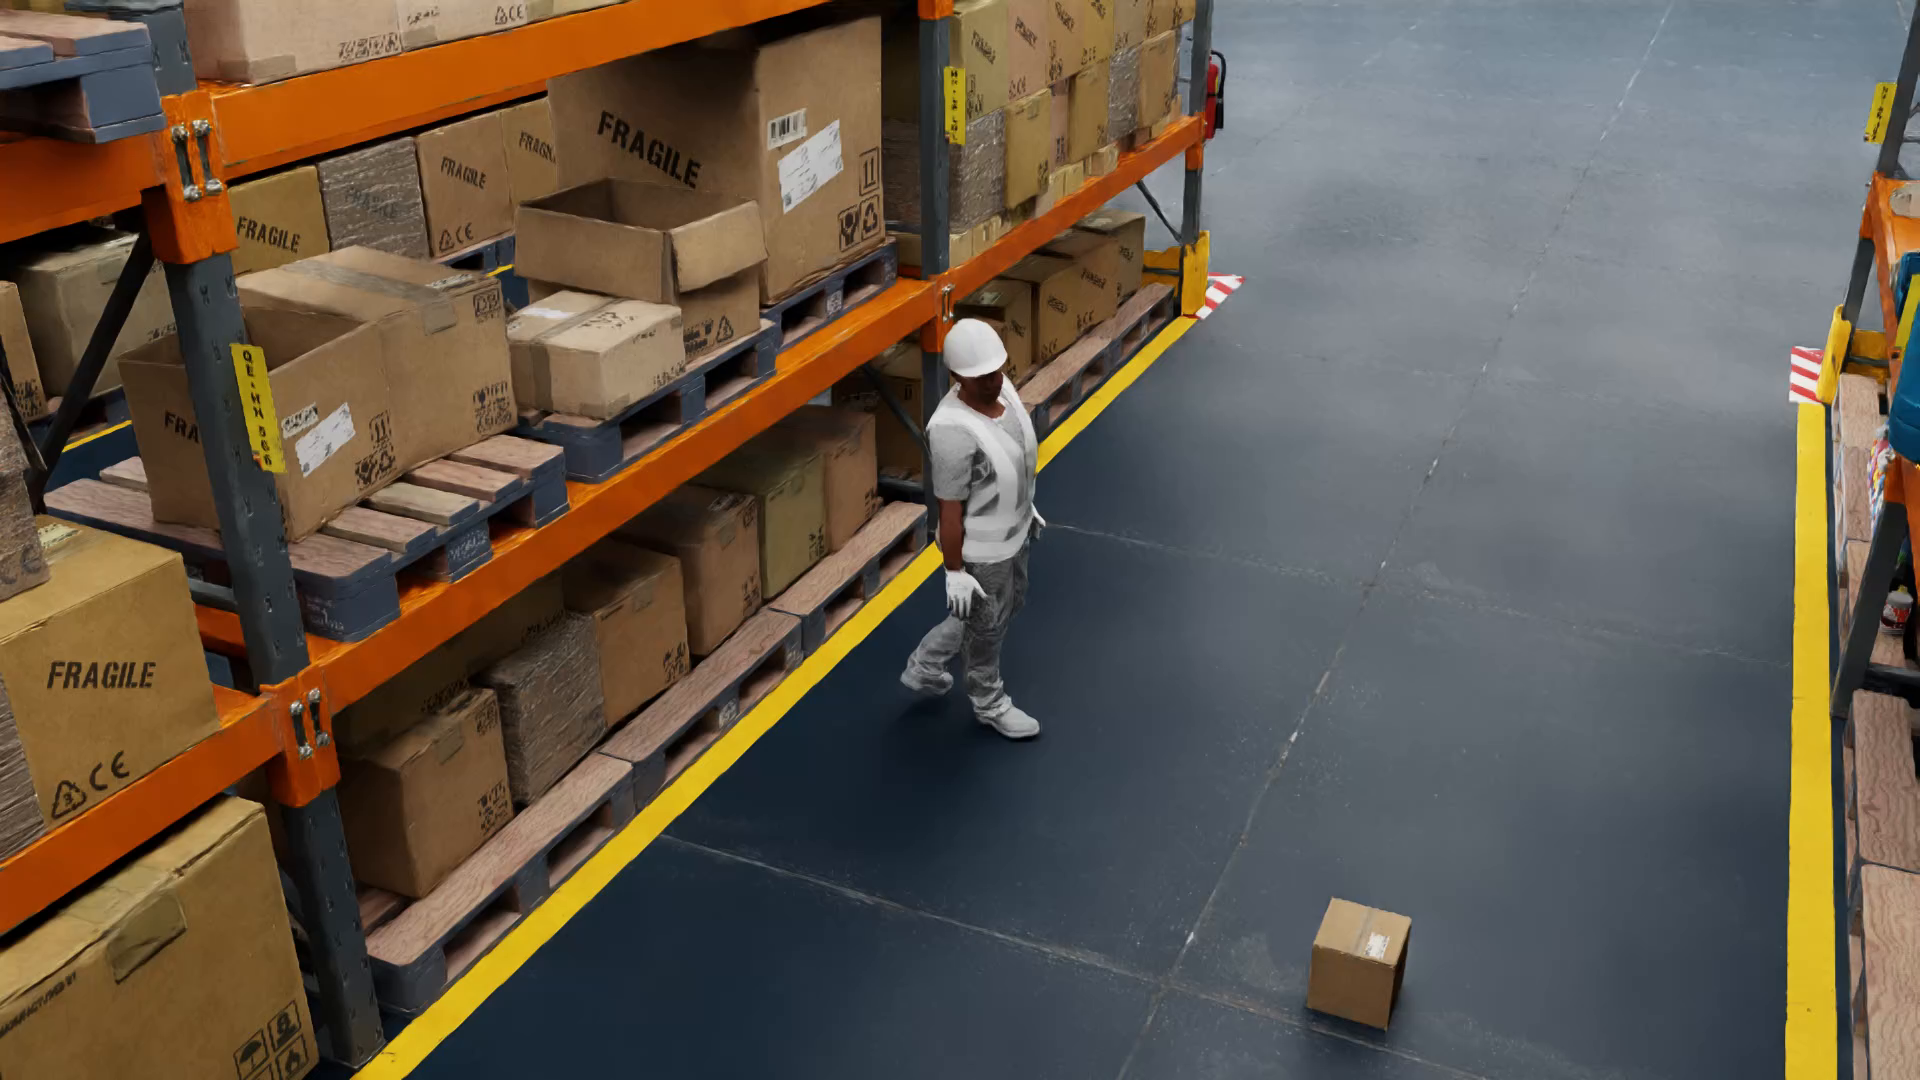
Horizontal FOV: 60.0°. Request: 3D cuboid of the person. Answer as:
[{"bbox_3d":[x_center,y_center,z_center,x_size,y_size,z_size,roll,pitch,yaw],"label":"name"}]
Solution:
[{"bbox_3d":[0.027,-0.019,6.161,0.570,1.758,0.625,6,27,12],"label":"person"}]
